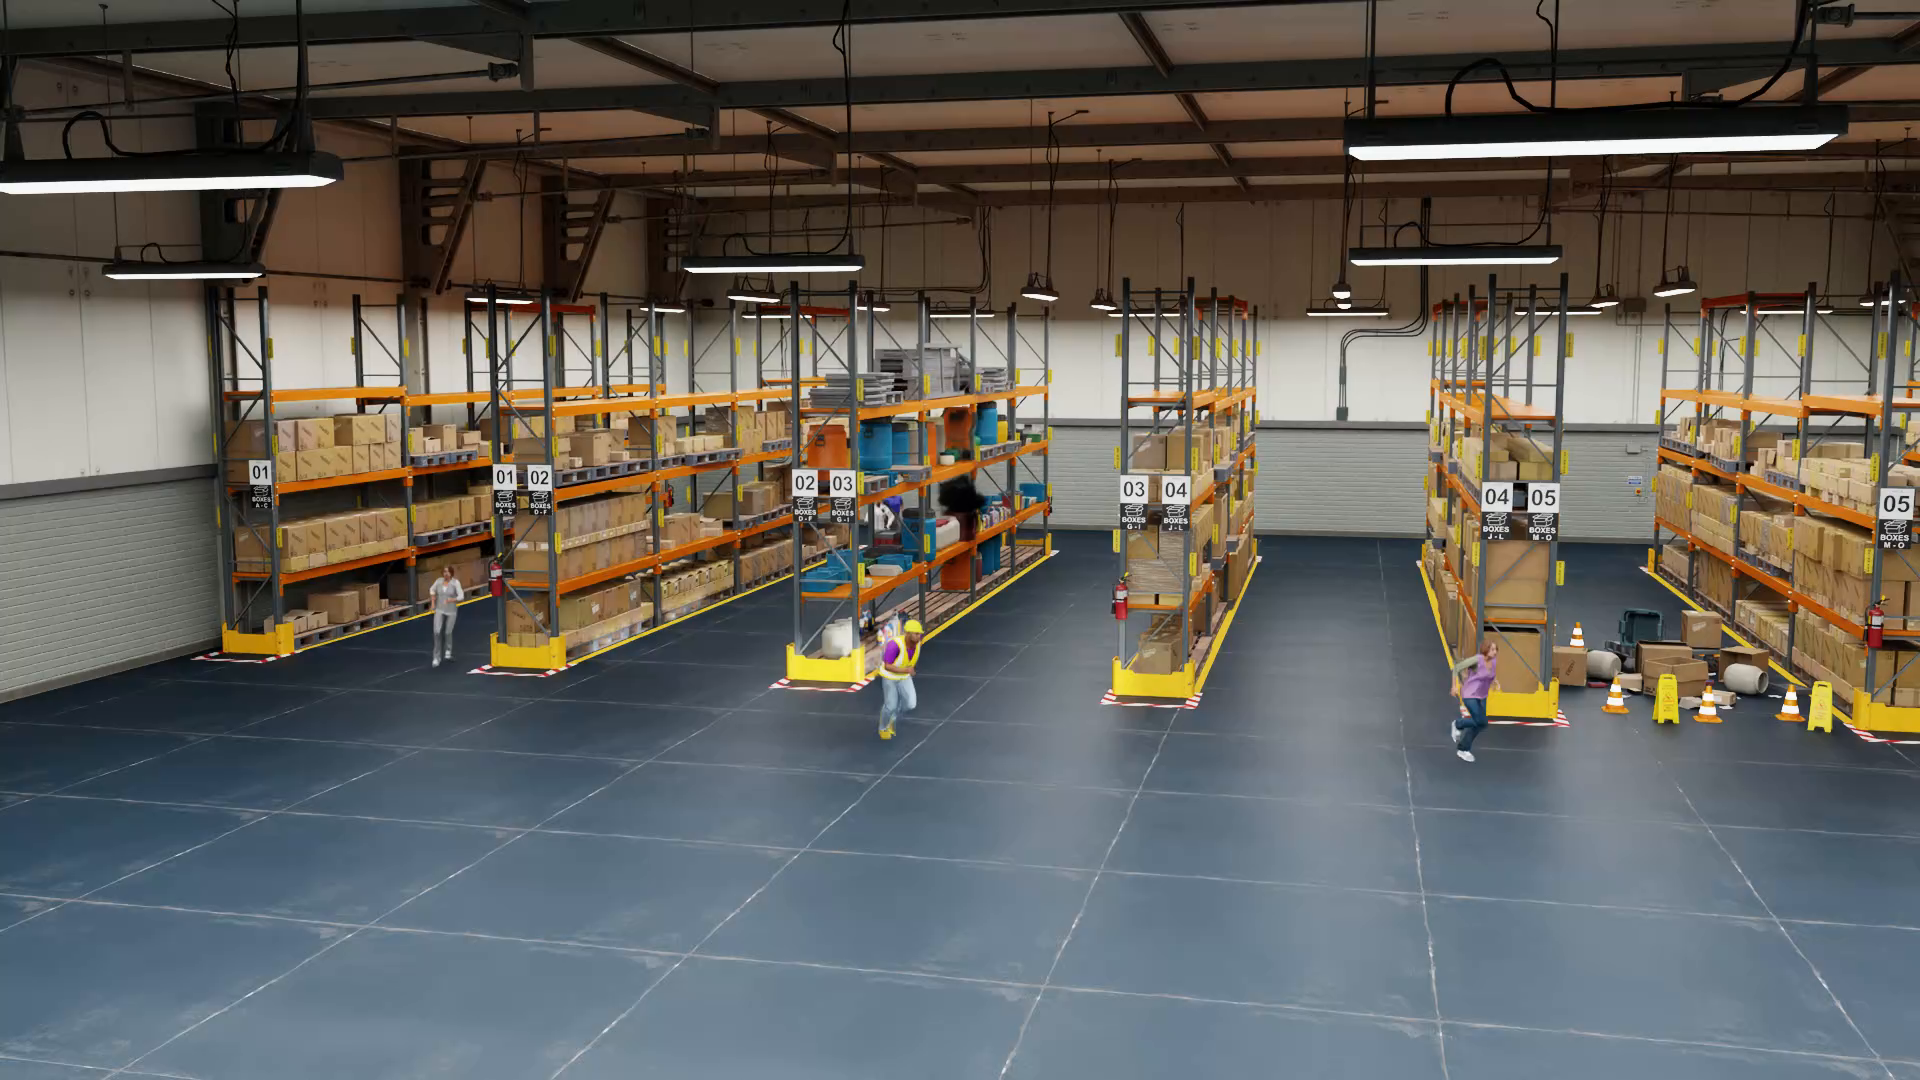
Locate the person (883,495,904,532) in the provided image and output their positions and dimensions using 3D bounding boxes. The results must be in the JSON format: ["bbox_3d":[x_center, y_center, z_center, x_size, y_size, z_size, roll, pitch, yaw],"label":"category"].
[{"bbox_3d":[-1.615,-0.536,41.186,0.592,1.621,0.597,-2,7,-19],"label":"person"}]

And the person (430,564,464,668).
[{"bbox_3d":[-8.158,1.237,26.483,0.547,1.535,0.721,-1,7,-11],"label":"person"}]

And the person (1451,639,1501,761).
[{"bbox_3d":[6.291,1.942,20.255,0.527,1.530,0.667,-4,8,-32],"label":"person"}]

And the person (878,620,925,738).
[{"bbox_3d":[-0.720,1.776,21.270,0.737,1.586,0.862,-6,9,-42],"label":"person"}]

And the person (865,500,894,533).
[{"bbox_3d":[-1.741,-0.203,35.786,0.625,1.661,0.665,1,7,7],"label":"person"}]
